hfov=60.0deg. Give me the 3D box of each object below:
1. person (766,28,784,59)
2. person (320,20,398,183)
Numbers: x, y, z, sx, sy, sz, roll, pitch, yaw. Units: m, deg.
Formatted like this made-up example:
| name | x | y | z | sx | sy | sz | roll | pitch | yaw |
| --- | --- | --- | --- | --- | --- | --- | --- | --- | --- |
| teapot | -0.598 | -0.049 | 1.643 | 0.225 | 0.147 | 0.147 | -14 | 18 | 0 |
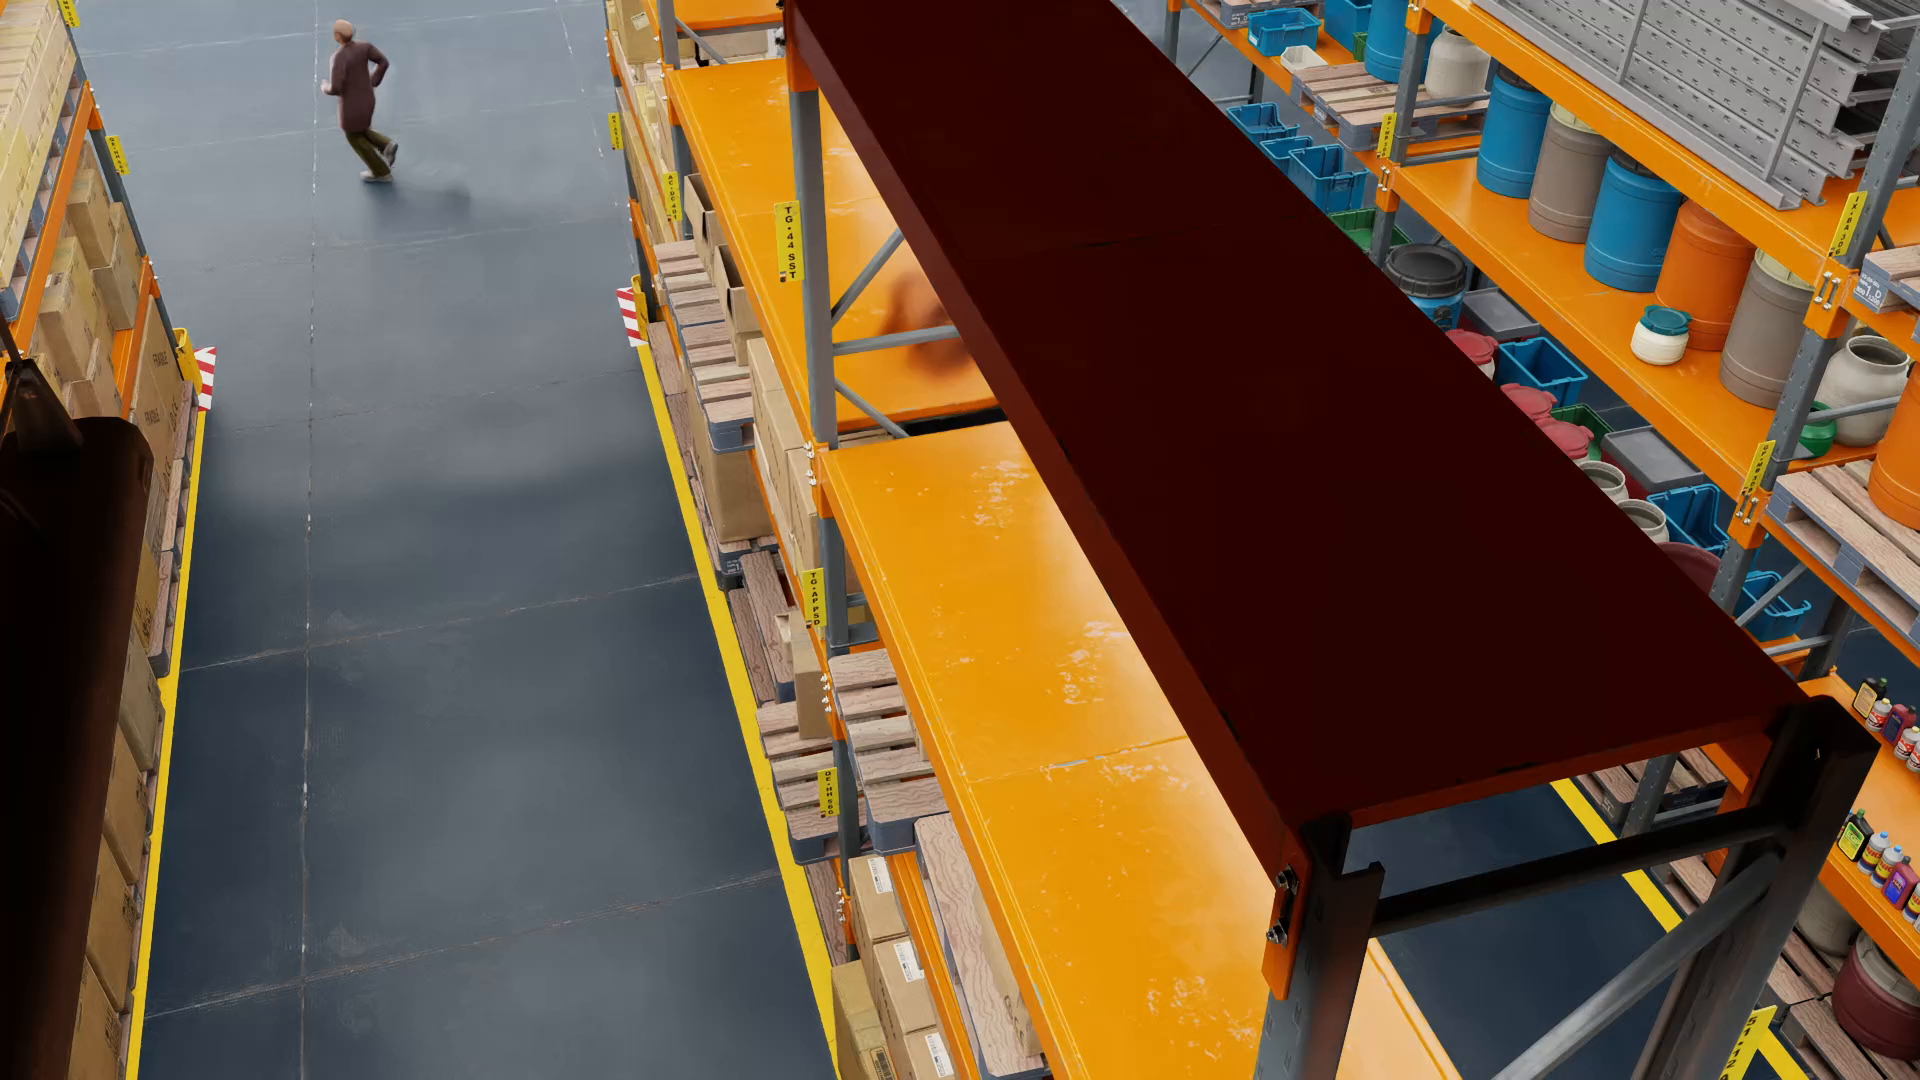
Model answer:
| name | x | y | z | sx | sy | sz | roll | pitch | yaw |
| --- | --- | --- | --- | --- | --- | --- | --- | --- | --- |
| person | -2.163 | -5.219 | 18.013 | 0.808 | 1.823 | 0.693 | 10 | 39 | 12 |
| person | -6.241 | -4.525 | 17.145 | 0.624 | 1.732 | 0.715 | 12 | 40 | 15 |
